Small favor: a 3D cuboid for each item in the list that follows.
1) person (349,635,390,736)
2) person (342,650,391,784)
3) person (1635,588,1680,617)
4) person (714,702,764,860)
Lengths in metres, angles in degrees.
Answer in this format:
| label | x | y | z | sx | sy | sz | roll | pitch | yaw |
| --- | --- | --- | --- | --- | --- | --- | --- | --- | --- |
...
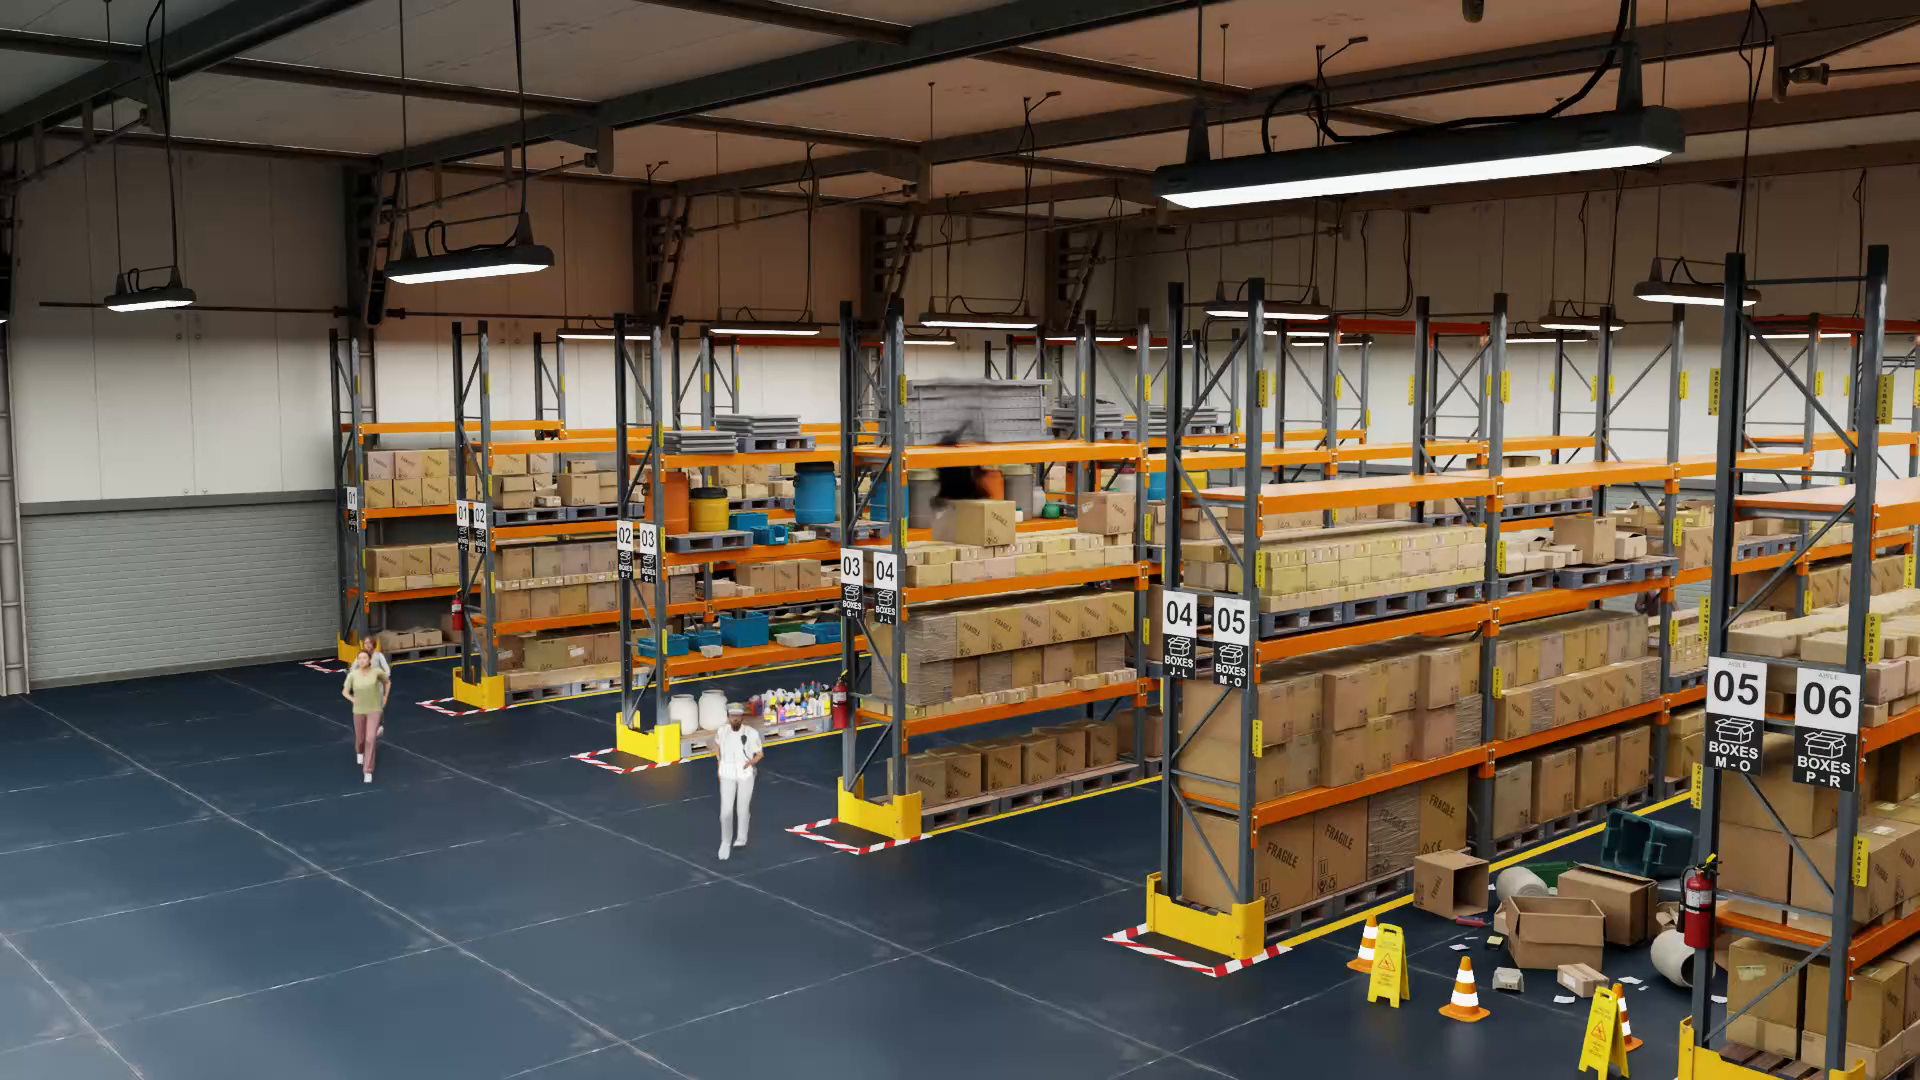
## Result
| label | x | y | z | sx | sy | sz | roll | pitch | yaw |
| --- | --- | --- | --- | --- | --- | --- | --- | --- | --- |
| person | -8.194 | 2.101 | 23.098 | 0.548 | 1.567 | 0.792 | -1 | 6 | -14 |
| person | -7.646 | 2.228 | 21.461 | 0.587 | 1.673 | 0.917 | -2 | 6 | -15 |
| person | 12.137 | 1.436 | 29.008 | 0.804 | 1.734 | 0.894 | 0 | 6 | 1 |
| person | -2.383 | 2.568 | 17.900 | 0.552 | 1.708 | 0.753 | 0 | 6 | -2 |
